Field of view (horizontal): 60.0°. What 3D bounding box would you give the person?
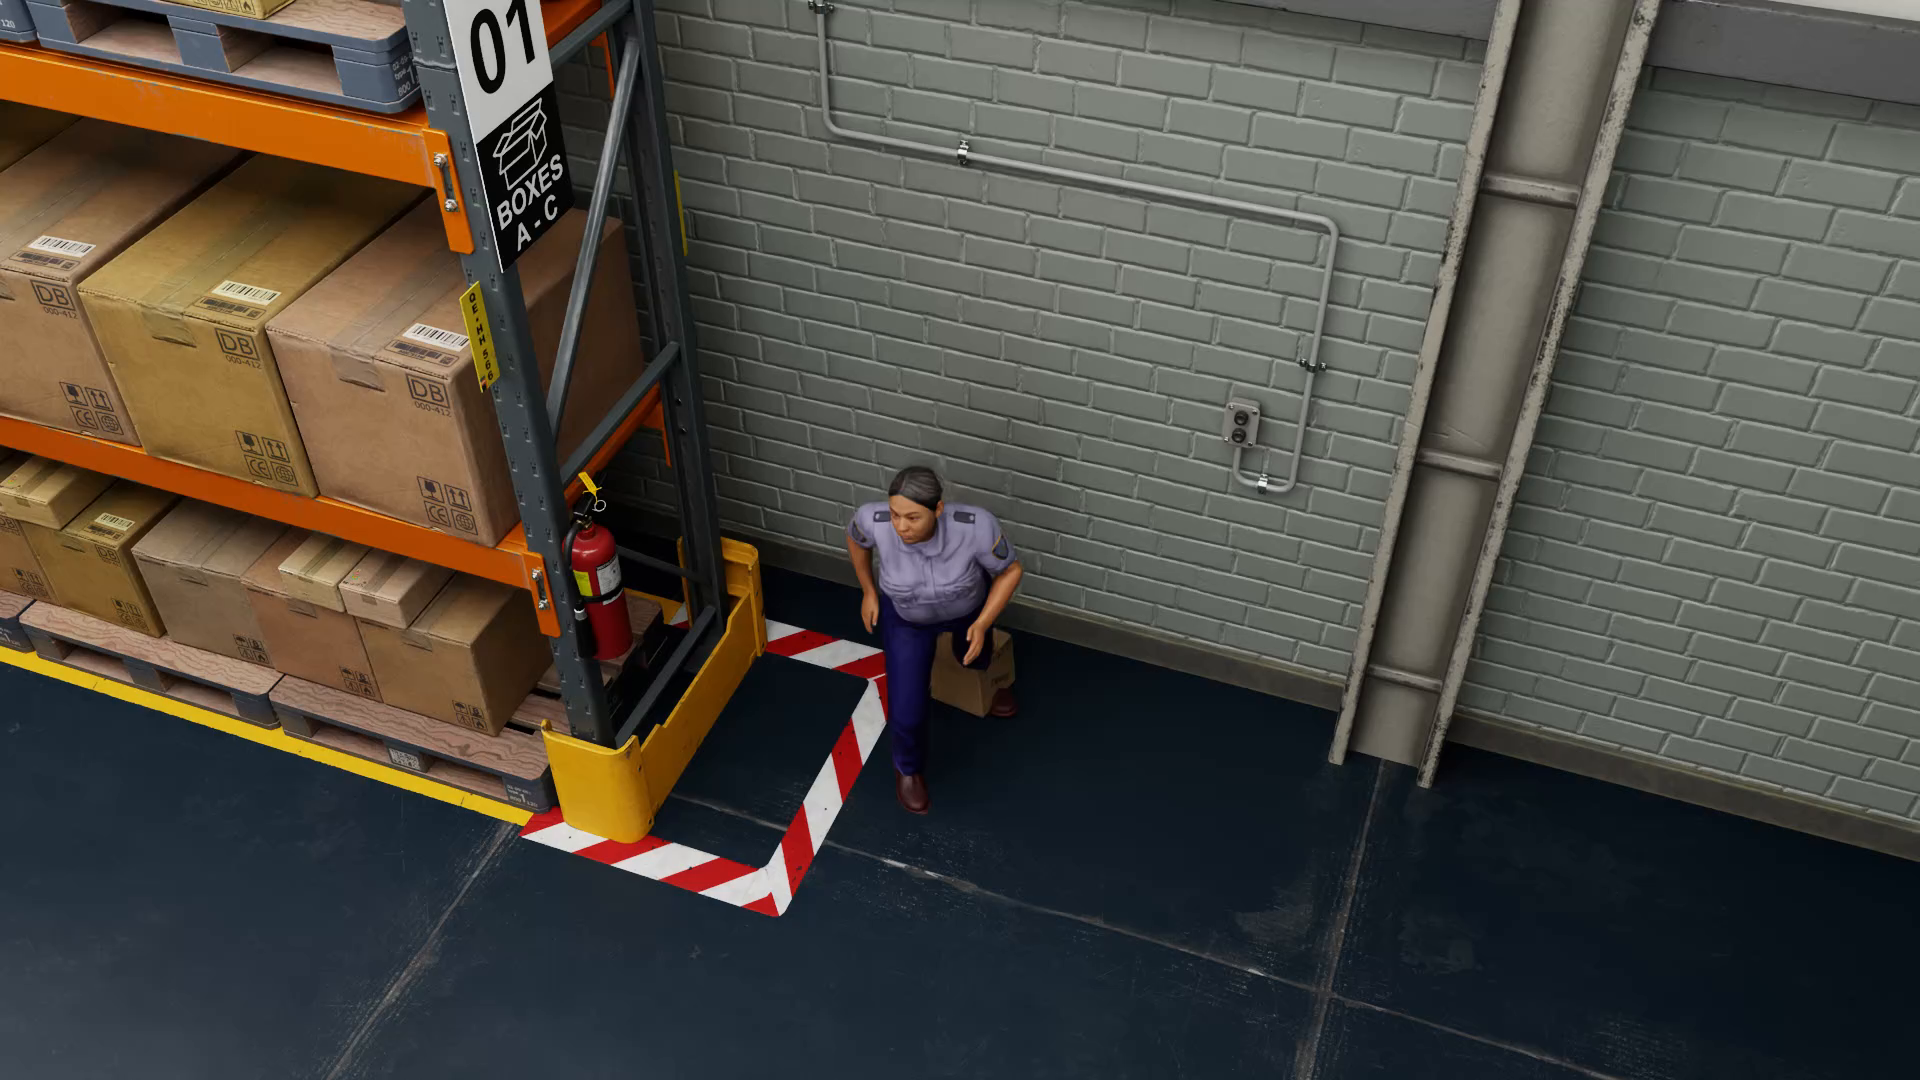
[{"bbox_3d":[-0.052,0.277,5.932,0.644,1.585,0.822,-7,42,-8],"label":"person"}]
